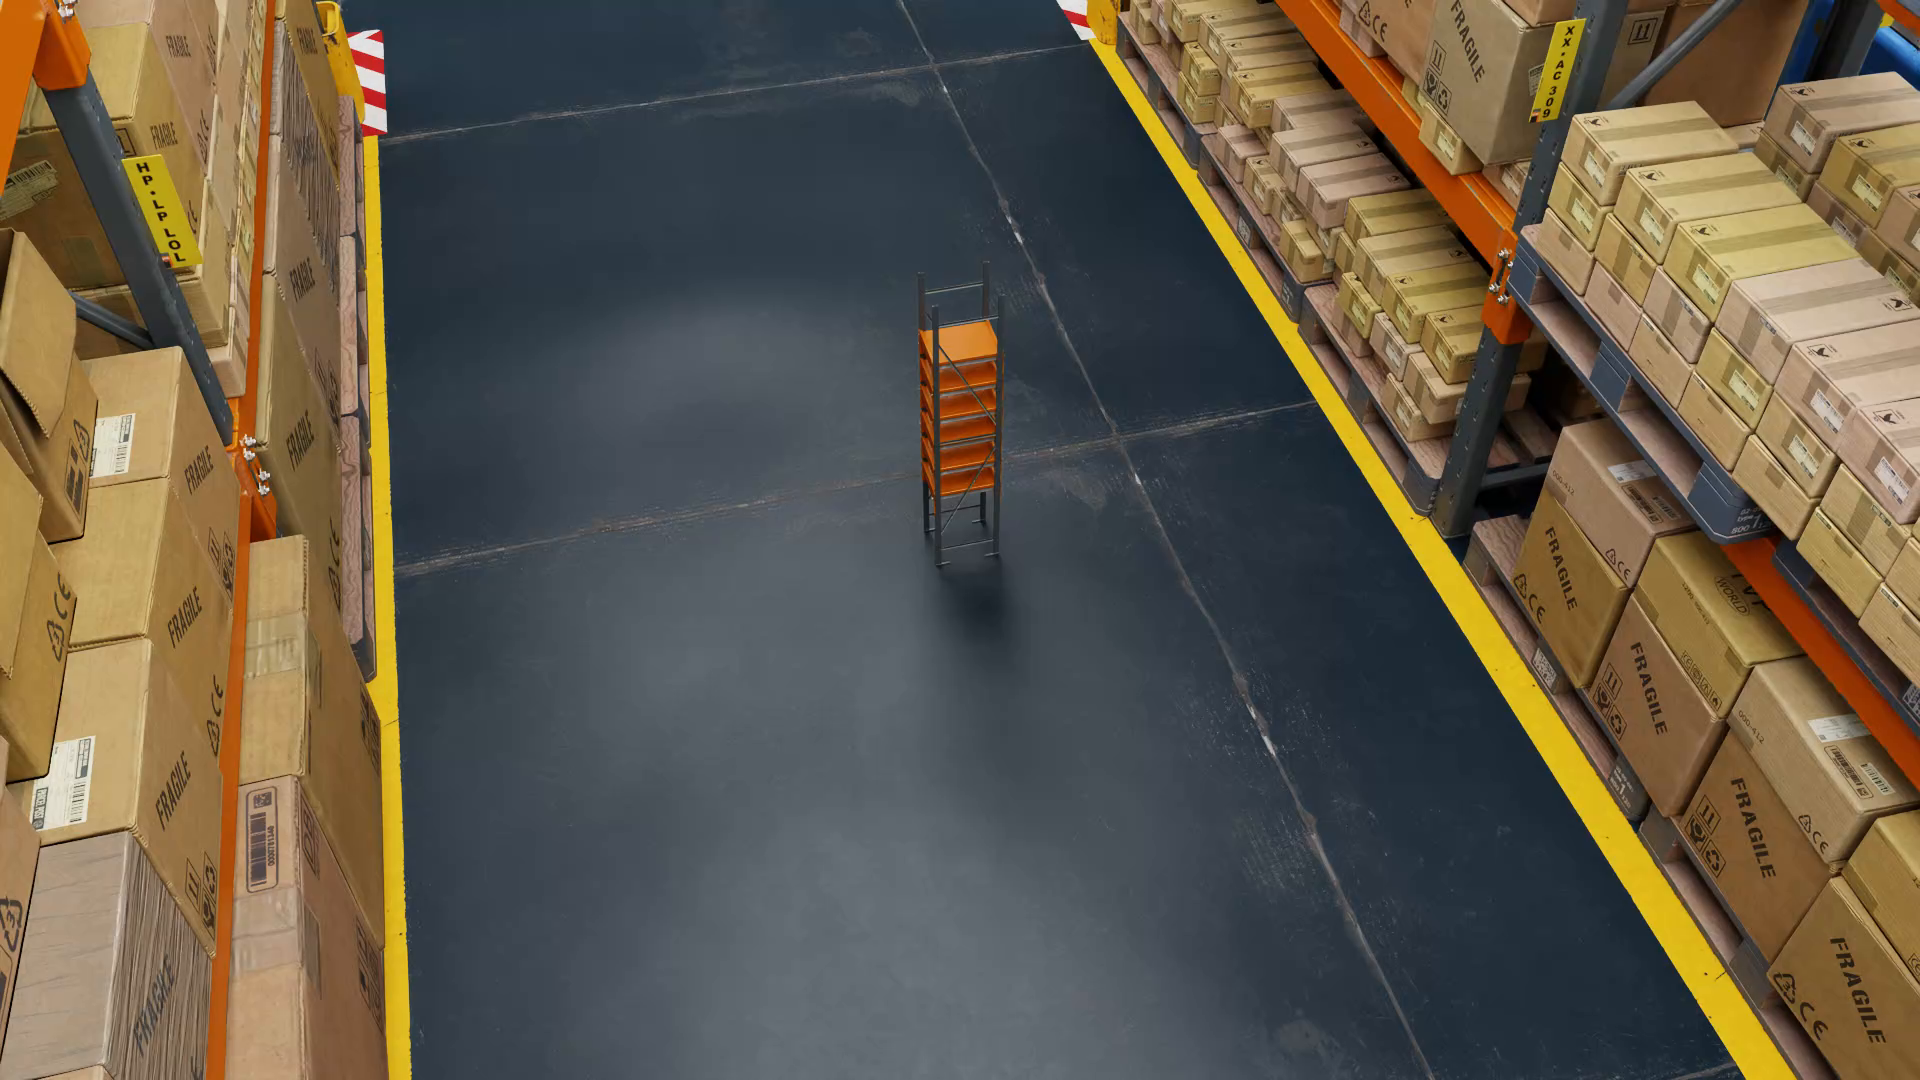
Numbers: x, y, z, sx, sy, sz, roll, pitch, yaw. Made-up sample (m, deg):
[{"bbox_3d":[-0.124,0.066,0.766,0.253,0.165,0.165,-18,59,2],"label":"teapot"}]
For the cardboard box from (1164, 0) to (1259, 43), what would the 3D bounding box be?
[{"bbox_3d":[1.192,-2.509,7.894,0.380,0.149,0.250,-11,47,-10],"label":"cardboard box"}]

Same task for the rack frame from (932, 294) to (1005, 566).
[{"bbox_3d":[0.027,-0.347,5.750,0.240,1.200,0.006,-11,47,-10],"label":"rack frame"}]

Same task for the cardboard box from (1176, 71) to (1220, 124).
[{"bbox_3d":[1.259,-2.138,7.947,0.380,0.149,0.250,-10,46,-10],"label":"cardboard box"}]

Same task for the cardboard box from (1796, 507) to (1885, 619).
[{"bbox_3d":[2.278,0.018,4.014,0.380,0.149,0.250,-11,47,-11],"label":"cardboard box"}]

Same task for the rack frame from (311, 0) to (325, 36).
[{"bbox_3d":[-3.562,-3.104,7.192,1.000,3.000,0.127,-11,47,-10],"label":"rack frame"}]

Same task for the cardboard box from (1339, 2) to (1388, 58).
[{"bbox_3d":[1.660,-1.964,6.251,0.380,0.149,0.250,-13,47,-12],"label":"cardboard box"}]

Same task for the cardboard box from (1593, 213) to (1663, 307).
[{"bbox_3d":[2.007,-0.808,4.616,0.380,0.149,0.250,-12,47,-11],"label":"cardboard box"}]

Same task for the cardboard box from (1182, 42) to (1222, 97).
[{"bbox_3d":[1.269,-2.237,7.836,0.380,0.149,0.250,-9,46,-9],"label":"cardboard box"}]

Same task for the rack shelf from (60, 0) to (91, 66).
[{"bbox_3d":[-3.050,-2.522,5.024,1.077,0.370,4.000,-11,47,-10],"label":"rack shelf"}]

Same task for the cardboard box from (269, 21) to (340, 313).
[{"bbox_3d":[-3.088,-1.452,6.767,0.875,0.875,0.875,-11,47,-10],"label":"cardboard box"}]

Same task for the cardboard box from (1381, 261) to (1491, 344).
[{"bbox_3d":[1.836,-0.904,6.322,0.380,0.149,0.250,-10,46,-10],"label":"cardboard box"}]

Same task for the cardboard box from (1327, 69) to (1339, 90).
[{"bbox_3d":[1.949,-2.169,7.769,0.380,0.149,0.250,-10,46,-10],"label":"cardboard box"}]

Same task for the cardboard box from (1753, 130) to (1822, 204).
[{"bbox_3d":[2.575,-1.104,4.906,0.380,0.149,0.250,-9,46,-9],"label":"cardboard box"}]

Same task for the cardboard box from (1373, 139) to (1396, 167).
[{"bbox_3d":[1.987,-1.695,7.513,0.380,0.149,0.250,-9,46,-9],"label":"cardboard box"}]

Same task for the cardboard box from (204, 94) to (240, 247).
[{"bbox_3d":[-2.528,-1.111,5.135,0.500,0.250,0.500,-11,47,-11],"label":"cardboard box"}]

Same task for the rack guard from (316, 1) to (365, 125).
[{"bbox_3d":[-3.568,-2.246,8.101,1.175,0.500,0.348,-11,47,-10],"label":"rack guard"}]

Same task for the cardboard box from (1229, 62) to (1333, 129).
[{"bbox_3d":[1.420,-1.970,7.366,0.380,0.149,0.250,-10,46,-10],"label":"cardboard box"}]

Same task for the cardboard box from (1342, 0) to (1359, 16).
[{"bbox_3d":[1.628,-2.304,6.129,0.500,0.500,0.500,-11,47,-11],"label":"cardboard box"}]

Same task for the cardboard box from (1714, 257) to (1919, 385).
[{"bbox_3d":[2.141,-0.549,4.153,0.380,0.149,0.250,-11,47,-11],"label":"cardboard box"}]

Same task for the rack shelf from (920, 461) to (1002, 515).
[{"bbox_3d":[0.004,-0.211,6.015,0.258,0.103,0.180,-11,47,-10],"label":"rack shelf"}]

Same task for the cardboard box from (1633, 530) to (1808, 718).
[{"bbox_3d":[2.355,0.211,4.874,0.500,0.250,0.500,-10,46,-9],"label":"cardboard box"}]

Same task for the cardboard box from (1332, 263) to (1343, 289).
[{"bbox_3d":[1.787,-1.107,6.937,0.380,0.149,0.250,-12,47,-11],"label":"cardboard box"}]

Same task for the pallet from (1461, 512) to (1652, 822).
[{"bbox_3d":[2.483,0.333,5.775,1.003,0.211,1.213,-11,47,-10],"label":"pallet"}]

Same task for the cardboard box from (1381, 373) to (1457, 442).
[{"bbox_3d":[1.853,-0.537,6.379,0.380,0.149,0.250,-10,46,-10],"label":"cardboard box"}]

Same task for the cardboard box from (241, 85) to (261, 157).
[{"bbox_3d":[-2.625,-1.415,5.712,0.380,0.149,0.250,-10,46,-10],"label":"cardboard box"}]

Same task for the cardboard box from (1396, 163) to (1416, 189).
[{"bbox_3d":[2.133,-1.629,7.240,0.380,0.149,0.250,-11,47,-11],"label":"cardboard box"}]

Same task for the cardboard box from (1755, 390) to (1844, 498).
[{"bbox_3d":[2.212,-0.265,4.083,0.380,0.149,0.250,-9,46,-9],"label":"cardboard box"}]

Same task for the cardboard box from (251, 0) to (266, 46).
[{"bbox_3d":[-2.823,-1.947,6.234,0.380,0.149,0.250,-11,47,-10],"label":"cardboard box"}]

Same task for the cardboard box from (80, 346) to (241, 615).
[{"bbox_3d":[-2.154,-0.105,4.182,0.500,0.500,0.500,-11,47,-10],"label":"cardboard box"}]

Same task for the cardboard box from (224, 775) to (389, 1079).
[{"bbox_3d":[-2.125,1.309,4.061,1.225,0.875,0.875,-12,47,-12],"label":"cardboard box"}]

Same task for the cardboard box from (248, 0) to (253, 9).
[{"bbox_3d":[-2.922,-2.168,6.171,0.500,0.250,0.500,-12,47,-12],"label":"cardboard box"}]

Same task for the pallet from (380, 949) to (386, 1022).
[{"bbox_3d":[-2.268,1.152,4.973,1.003,0.211,1.213,-11,47,-10],"label":"pallet"}]

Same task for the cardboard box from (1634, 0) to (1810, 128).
[{"bbox_3d":[2.399,-1.707,5.544,0.500,0.500,0.500,-11,47,-11],"label":"cardboard box"}]

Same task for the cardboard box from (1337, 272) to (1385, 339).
[{"bbox_3d":[1.728,-0.959,6.583,0.380,0.149,0.250,-12,47,-12],"label":"cardboard box"}]

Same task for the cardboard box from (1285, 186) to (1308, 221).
[{"bbox_3d":[1.625,-1.511,7.124,0.380,0.149,0.250,-13,47,-12],"label":"cardboard box"}]

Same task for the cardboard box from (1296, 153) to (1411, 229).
[{"bbox_3d":[1.616,-1.438,6.845,0.380,0.149,0.250,-13,47,-12],"label":"cardboard box"}]

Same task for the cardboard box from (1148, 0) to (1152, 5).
[{"bbox_3d":[1.144,-2.786,8.374,0.380,0.149,0.250,-9,46,-9],"label":"cardboard box"}]

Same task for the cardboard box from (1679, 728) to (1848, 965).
[{"bbox_3d":[2.499,0.831,4.792,0.500,0.500,0.500,-10,46,-10],"label":"cardboard box"}]

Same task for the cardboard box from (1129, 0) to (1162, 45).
[{"bbox_3d":[1.083,-2.670,8.469,0.380,0.149,0.250,-10,46,-10],"label":"cardboard box"}]

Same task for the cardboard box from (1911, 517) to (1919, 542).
[{"bbox_3d":[2.343,-0.013,3.628,0.380,0.149,0.250,-9,46,-9],"label":"cardboard box"}]

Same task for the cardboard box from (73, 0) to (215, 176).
[{"bbox_3d":[-2.532,-1.376,4.870,0.500,0.500,0.500,-11,47,-10],"label":"cardboard box"}]

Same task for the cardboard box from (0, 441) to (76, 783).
[{"bbox_3d":[-2.202,0.187,3.194,0.797,0.503,0.637,-10,46,-10],"label":"cardboard box"}]

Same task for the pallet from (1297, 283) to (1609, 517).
[{"bbox_3d":[2.076,-0.661,6.750,1.003,0.211,1.213,-11,47,-10],"label":"pallet"}]

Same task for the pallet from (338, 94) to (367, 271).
[{"bbox_3d":[-3.282,-1.591,7.661,1.003,0.211,1.213,-11,47,-10],"label":"pallet"}]

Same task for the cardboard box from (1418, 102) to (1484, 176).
[{"bbox_3d":[1.812,-1.404,5.702,0.380,0.149,0.250,-12,47,-11],"label":"cardboard box"}]

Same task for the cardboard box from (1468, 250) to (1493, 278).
[{"bbox_3d":[2.250,-1.062,6.684,0.380,0.149,0.250,-11,47,-11],"label":"cardboard box"}]

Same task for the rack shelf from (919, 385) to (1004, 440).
[{"bbox_3d":[0.004,-0.463,5.758,0.258,0.103,0.180,-11,47,-10],"label":"rack shelf"}]

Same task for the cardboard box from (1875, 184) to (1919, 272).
[{"bbox_3d":[2.708,-0.842,4.440,0.380,0.149,0.250,-12,47,-12],"label":"cardboard box"}]

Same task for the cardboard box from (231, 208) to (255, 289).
[{"bbox_3d":[-2.428,-0.883,5.191,0.380,0.149,0.250,-9,46,-9],"label":"cardboard box"}]

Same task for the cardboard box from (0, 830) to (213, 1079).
[{"bbox_3d":[-1.770,0.944,3.154,0.500,0.500,0.500,-11,47,-10],"label":"cardboard box"}]

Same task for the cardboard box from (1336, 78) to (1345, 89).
[{"bbox_3d":[1.925,-2.072,7.466,0.380,0.149,0.250,-12,47,-12],"label":"cardboard box"}]

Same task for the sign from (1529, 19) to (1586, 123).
[{"bbox_3d":[1.760,-1.378,4.894,0.100,0.325,0.005,-11,47,-10],"label":"sign"}]

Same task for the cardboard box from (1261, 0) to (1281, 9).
[{"bbox_3d":[1.684,-2.692,8.282,0.380,0.149,0.250,-12,47,-11],"label":"cardboard box"}]

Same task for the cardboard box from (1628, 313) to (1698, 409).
[{"bbox_3d":[2.076,-0.519,4.540,0.380,0.149,0.250,-10,46,-10],"label":"cardboard box"}]

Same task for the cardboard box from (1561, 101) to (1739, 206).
[{"bbox_3d":[1.939,-1.091,4.684,0.380,0.149,0.250,-9,46,-8],"label":"cardboard box"}]

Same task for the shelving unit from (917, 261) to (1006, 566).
[{"bbox_3d":[0.004,-0.410,5.812,0.258,1.200,0.189,-11,47,-10],"label":"shelving unit"}]

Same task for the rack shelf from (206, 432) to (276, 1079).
[{"bbox_3d":[-2.026,1.290,3.389,1.077,0.370,4.000,-11,47,-10],"label":"rack shelf"}]

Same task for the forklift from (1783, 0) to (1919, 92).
[{"bbox_3d":[4.490,-1.716,5.880,1.130,2.935,3.031,-10,46,-9],"label":"forklift"}]

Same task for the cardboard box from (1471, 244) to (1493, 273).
[{"bbox_3d":[2.269,-1.180,6.591,0.380,0.149,0.250,-11,47,-11],"label":"cardboard box"}]

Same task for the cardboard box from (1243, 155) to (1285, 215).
[{"bbox_3d":[1.492,-1.605,7.425,0.380,0.149,0.250,-11,47,-10],"label":"cardboard box"}]
